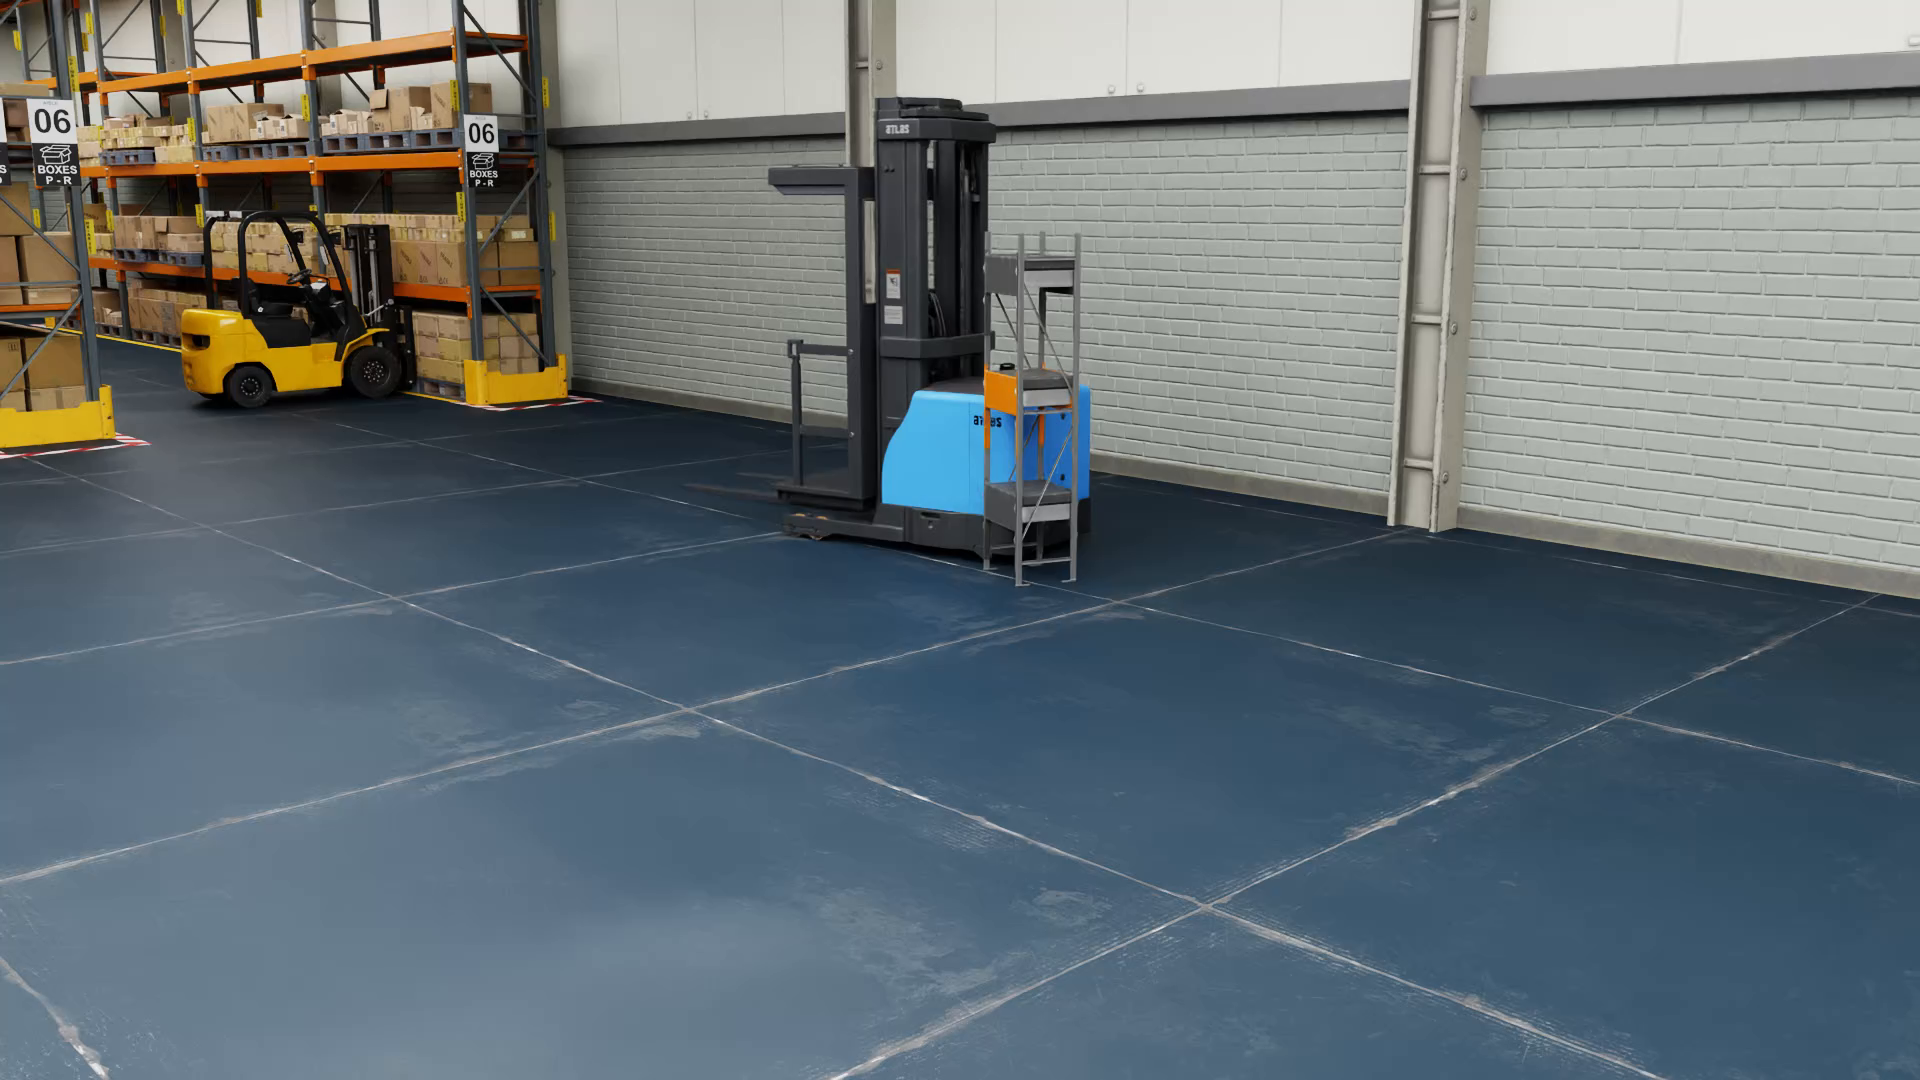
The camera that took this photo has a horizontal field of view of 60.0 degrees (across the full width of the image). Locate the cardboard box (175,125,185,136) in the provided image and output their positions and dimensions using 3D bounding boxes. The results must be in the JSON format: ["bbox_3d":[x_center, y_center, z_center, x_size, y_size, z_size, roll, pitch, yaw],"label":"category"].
[{"bbox_3d":[-11.447,-6.094,24.770,0.250,0.149,0.380,11,16,43],"label":"cardboard box"}]

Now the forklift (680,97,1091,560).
[{"bbox_3d":[-0.622,-1.514,11.494,3.031,2.935,1.130,7,14,32],"label":"forklift"}]

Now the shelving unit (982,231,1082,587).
[{"bbox_3d":[0.430,-0.805,10.115,0.431,2.100,0.503,-5,13,-22],"label":"shelving unit"}]

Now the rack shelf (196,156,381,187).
[{"bbox_3d":[-9.289,-5.088,23.025,1.077,0.370,4.000,-11,16,-43],"label":"rack shelf"}]

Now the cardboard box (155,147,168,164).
[{"bbox_3d":[-11.894,-5.847,25.294,0.500,0.250,0.500,-11,16,-43],"label":"cardboard box"}]

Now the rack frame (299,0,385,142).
[{"bbox_3d":[-7.908,-6.618,21.233,1.000,3.000,0.127,-11,16,-43],"label":"rack frame"}]

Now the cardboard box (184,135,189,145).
[{"bbox_3d":[-11.254,-5.913,24.630,0.250,0.149,0.380,11,16,44],"label":"cardboard box"}]

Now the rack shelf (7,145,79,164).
[{"bbox_3d":[-10.114,-3.812,16.832,1.077,0.370,4.000,-11,16,-43],"label":"rack shelf"}]

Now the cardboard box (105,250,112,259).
[{"bbox_3d":[-14.031,-4.771,27.756,0.380,0.149,0.250,-10,16,-41],"label":"cardboard box"}]

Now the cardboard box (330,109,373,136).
[{"bbox_3d":[-7.510,-5.205,20.738,0.500,0.311,0.500,-10,16,-41],"label":"cardboard box"}]

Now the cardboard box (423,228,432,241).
[{"bbox_3d":[-6.083,-3.592,19.555,0.380,0.149,0.250,-11,16,-43],"label":"cardboard box"}]

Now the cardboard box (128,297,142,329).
[{"bbox_3d":[-13.261,-3.727,27.221,0.500,0.500,0.500,-10,15,-40],"label":"cardboard box"}]

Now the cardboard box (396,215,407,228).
[{"bbox_3d":[-6.499,-3.804,19.847,0.380,0.149,0.250,-10,16,-41],"label":"cardboard box"}]

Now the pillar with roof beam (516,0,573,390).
[{"bbox_3d":[-8.088,-5.662,16.591,9.100,9.000,0.400,-11,16,-43],"label":"pillar with roof beam"}]

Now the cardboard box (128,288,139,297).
[{"bbox_3d":[-13.377,-4.057,27.216,0.380,0.149,0.250,-10,15,-40],"label":"cardboard box"}]

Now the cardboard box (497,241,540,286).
[{"bbox_3d":[-5.287,-3.256,19.534,0.500,0.500,0.500,-10,15,-41],"label":"cardboard box"}]

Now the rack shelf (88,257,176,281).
[{"bbox_3d":[-14.814,-4.787,28.995,1.077,0.370,4.000,-11,16,-43],"label":"rack shelf"}]

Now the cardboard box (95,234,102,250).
[{"bbox_3d":[-14.317,-5.031,28.031,0.500,0.250,0.500,-11,16,-42],"label":"cardboard box"}]

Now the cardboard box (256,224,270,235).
[{"bbox_3d":[-9.447,-4.276,22.875,0.250,0.149,0.380,11,16,44],"label":"cardboard box"}]

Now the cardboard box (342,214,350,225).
[{"bbox_3d":[-7.643,-4.081,21.194,0.380,0.149,0.250,-11,16,-42],"label":"cardboard box"}]

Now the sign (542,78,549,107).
[{"bbox_3d":[-4.740,-5.108,18.977,0.100,0.325,0.005,-11,16,-43],"label":"sign"}]

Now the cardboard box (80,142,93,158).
[{"bbox_3d":[-14.313,-6.499,27.722,0.500,0.250,0.500,11,16,43],"label":"cardboard box"}]

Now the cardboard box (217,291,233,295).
[{"bbox_3d":[-11.535,-3.834,26.133,0.380,0.149,0.250,-11,16,-44],"label":"cardboard box"}]

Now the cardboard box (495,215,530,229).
[{"bbox_3d":[-5.223,-3.687,19.282,0.380,0.149,0.250,-11,16,-44],"label":"cardboard box"}]

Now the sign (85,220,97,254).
[{"bbox_3d":[-8.341,-2.903,15.925,0.100,0.325,0.005,-11,16,-43],"label":"sign"}]

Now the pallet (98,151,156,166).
[{"bbox_3d":[-13.033,-6.119,26.713,1.213,0.211,1.003,-11,16,-43],"label":"pallet"}]

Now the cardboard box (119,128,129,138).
[{"bbox_3d":[-12.966,-6.383,26.124,0.380,0.149,0.250,-11,16,-43],"label":"cardboard box"}]

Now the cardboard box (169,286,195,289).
[{"bbox_3d":[-12.784,-4.095,27.402,0.380,0.149,0.250,-11,16,-43],"label":"cardboard box"}]

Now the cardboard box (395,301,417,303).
[{"bbox_3d":[-7.428,-2.984,21.755,0.500,0.250,0.500,-10,16,-41],"label":"cardboard box"}]

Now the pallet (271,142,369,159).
[{"bbox_3d":[-8.526,-5.182,22.171,1.217,0.209,0.805,11,16,43],"label":"pallet"}]

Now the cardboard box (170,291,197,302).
[{"bbox_3d":[-12.090,-3.797,25.953,0.250,0.149,0.380,11,16,42],"label":"cardboard box"}]

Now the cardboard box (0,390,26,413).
[{"bbox_3d":[-9.502,-1.347,16.288,0.500,0.250,0.500,-11,16,-43],"label":"cardboard box"}]

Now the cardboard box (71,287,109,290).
[{"bbox_3d":[-15.841,-4.312,30.051,0.637,0.503,0.797,11,16,43],"label":"cardboard box"}]

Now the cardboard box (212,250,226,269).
[{"bbox_3d":[-10.540,-4.091,24.208,0.500,0.250,0.500,-11,16,-42],"label":"cardboard box"}]

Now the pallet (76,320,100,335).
[{"bbox_3d":[-14.753,-3.760,29.139,1.003,0.211,1.213,-11,16,-43],"label":"pallet"}]

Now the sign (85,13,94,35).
[{"bbox_3d":[-13.838,-8.209,26.444,0.100,0.325,0.005,-11,16,-43],"label":"sign"}]

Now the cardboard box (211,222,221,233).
[{"bbox_3d":[-10.663,-4.543,24.172,0.380,0.149,0.250,-10,15,-41],"label":"cardboard box"}]

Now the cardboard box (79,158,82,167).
[{"bbox_3d":[-14.749,-6.397,28.215,0.380,0.149,0.250,-11,16,-42],"label":"cardboard box"}]

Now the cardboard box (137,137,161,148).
[{"bbox_3d":[-12.434,-6.128,25.624,0.380,0.149,0.250,-10,16,-41],"label":"cardboard box"}]

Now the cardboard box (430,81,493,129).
[{"bbox_3d":[-5.627,-4.899,18.789,0.500,0.500,0.500,-10,15,-41],"label":"cardboard box"}]

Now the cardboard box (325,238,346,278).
[{"bbox_3d":[-7.790,-3.628,21.338,0.500,0.500,0.500,11,16,44],"label":"cardboard box"}]

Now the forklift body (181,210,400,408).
[{"bbox_3d":[-7.774,-2.703,19.200,2.313,2.155,1.214,-11,16,-43],"label":"forklift body"}]

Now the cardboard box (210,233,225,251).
[{"bbox_3d":[-10.558,-4.333,24.140,0.500,0.250,0.500,-11,16,-43],"label":"cardboard box"}]

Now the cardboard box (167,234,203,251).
[{"bbox_3d":[-11.633,-4.505,25.173,0.500,0.250,0.500,11,16,42],"label":"cardboard box"}]

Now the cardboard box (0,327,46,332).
[{"bbox_3d":[-9.812,-1.940,17.308,0.500,0.500,0.500,-10,16,-41],"label":"cardboard box"}]

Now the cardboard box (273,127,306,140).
[{"bbox_3d":[-8.887,-5.399,22.082,0.380,0.149,0.250,-11,16,-43],"label":"cardboard box"}]

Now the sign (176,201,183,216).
[{"bbox_3d":[-13.034,-5.492,27.767,0.100,0.325,0.005,-11,16,-43],"label":"sign"}]

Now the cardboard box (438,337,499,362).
[{"bbox_3d":[-5.708,-2.227,19.323,0.500,0.250,0.500,-11,16,-43],"label":"cardboard box"}]

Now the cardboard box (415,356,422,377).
[{"bbox_3d":[-6.374,-2.128,20.079,0.500,0.250,0.500,-11,16,-42],"label":"cardboard box"}]
